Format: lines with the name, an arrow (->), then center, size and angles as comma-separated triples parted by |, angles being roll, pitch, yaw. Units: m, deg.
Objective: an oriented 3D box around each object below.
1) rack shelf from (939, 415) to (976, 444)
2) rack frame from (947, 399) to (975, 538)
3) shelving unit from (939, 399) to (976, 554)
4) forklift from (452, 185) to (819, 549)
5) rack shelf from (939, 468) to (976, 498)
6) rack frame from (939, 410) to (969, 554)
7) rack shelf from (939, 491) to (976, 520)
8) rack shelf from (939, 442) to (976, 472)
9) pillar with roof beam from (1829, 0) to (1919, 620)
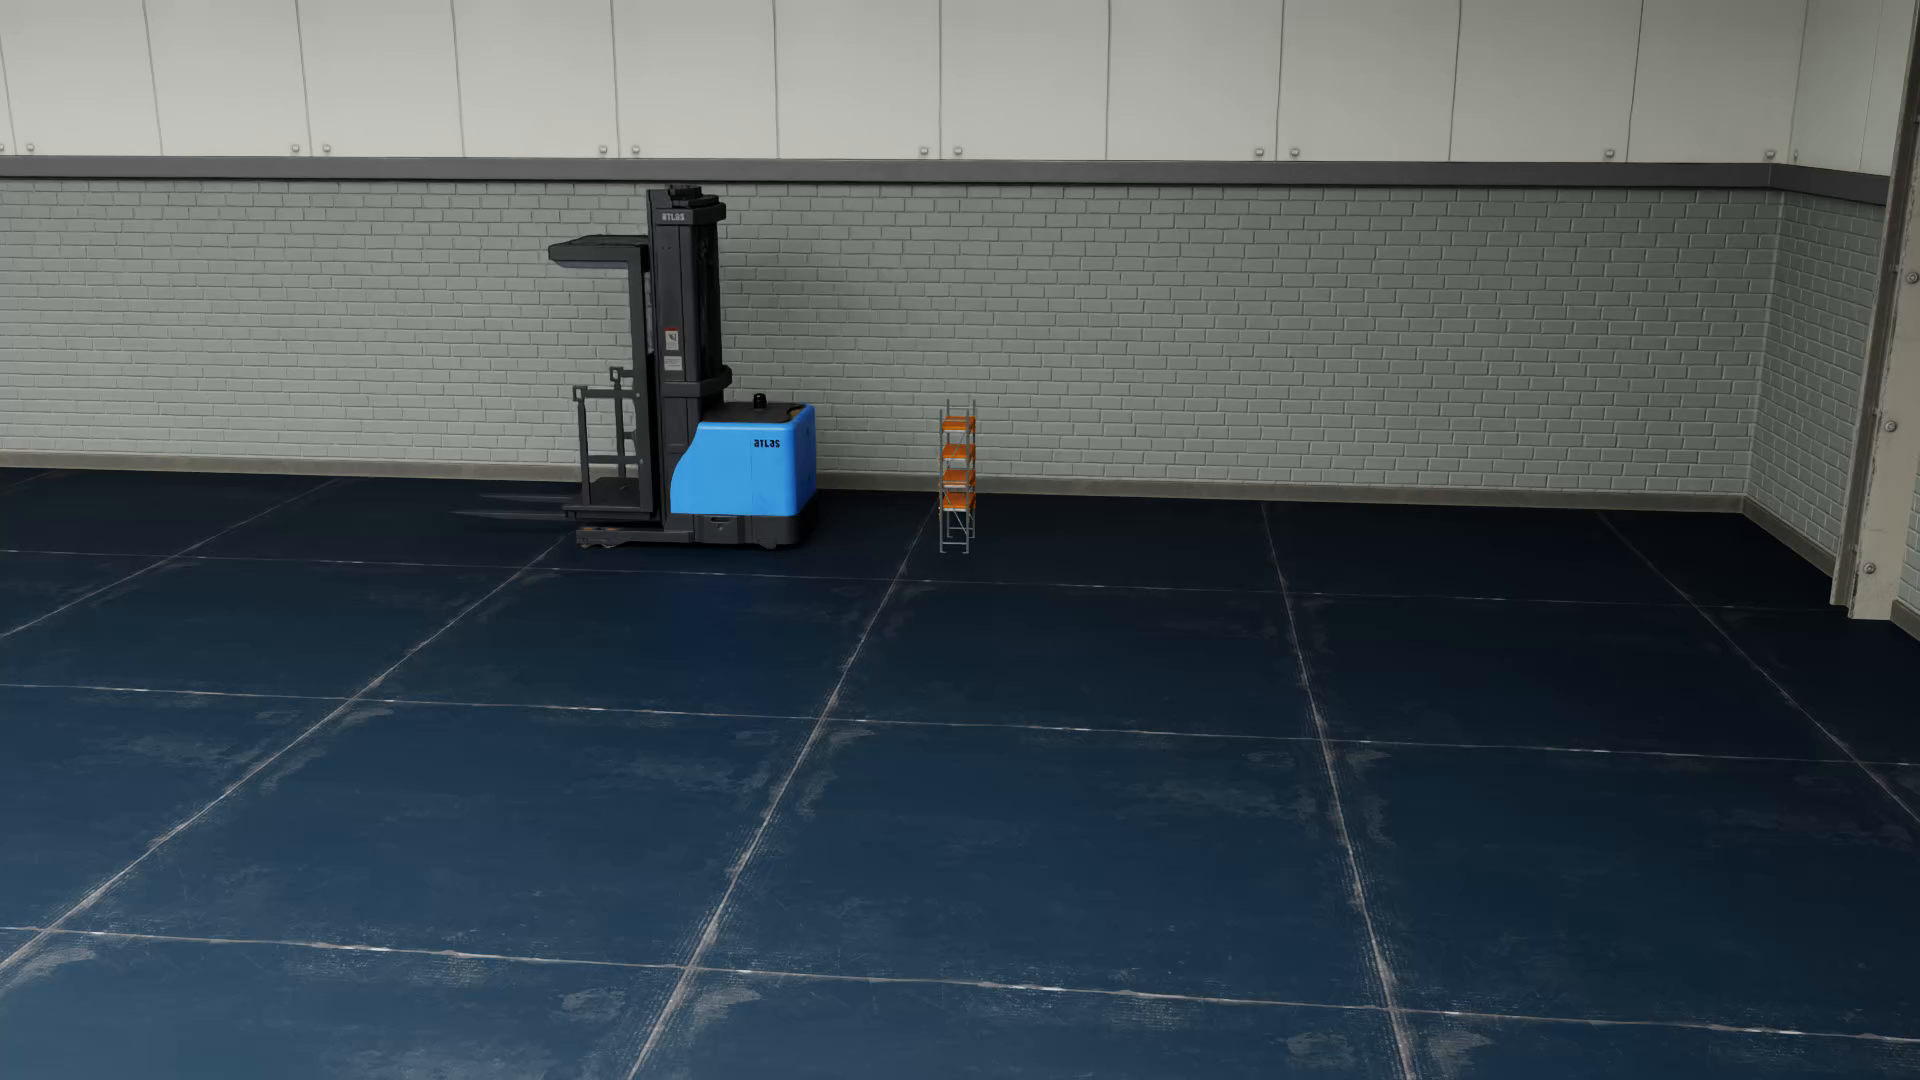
rack shelf -> -0.019, -0.916, 13.744 | 0.258, 0.148, 0.480 | 2, 15, 6
rack frame -> 0.009, -0.600, 14.081 | 0.240, 1.200, 0.015 | 2, 15, 6
shelving unit -> -0.019, -0.536, 13.847 | 0.258, 1.200, 0.503 | 2, 15, 6
forklift -> -2.795, -1.482, 14.027 | 3.031, 2.935, 1.130 | 2, 15, 6
rack shelf -> -0.019, -0.471, 13.864 | 0.258, 0.148, 0.480 | 2, 15, 6
rack frame -> -0.046, -0.473, 13.613 | 0.240, 1.200, 0.015 | 2, 15, 6
rack shelf -> -0.019, -0.280, 13.916 | 0.258, 0.148, 0.480 | 2, 15, 6
rack shelf -> -0.019, -0.687, 13.806 | 0.258, 0.148, 0.480 | 2, 15, 6
pillar with roof beam -> 2.352, -3.948, 11.523 | 9.100, 9.000, 0.400 | 2, 15, 6
